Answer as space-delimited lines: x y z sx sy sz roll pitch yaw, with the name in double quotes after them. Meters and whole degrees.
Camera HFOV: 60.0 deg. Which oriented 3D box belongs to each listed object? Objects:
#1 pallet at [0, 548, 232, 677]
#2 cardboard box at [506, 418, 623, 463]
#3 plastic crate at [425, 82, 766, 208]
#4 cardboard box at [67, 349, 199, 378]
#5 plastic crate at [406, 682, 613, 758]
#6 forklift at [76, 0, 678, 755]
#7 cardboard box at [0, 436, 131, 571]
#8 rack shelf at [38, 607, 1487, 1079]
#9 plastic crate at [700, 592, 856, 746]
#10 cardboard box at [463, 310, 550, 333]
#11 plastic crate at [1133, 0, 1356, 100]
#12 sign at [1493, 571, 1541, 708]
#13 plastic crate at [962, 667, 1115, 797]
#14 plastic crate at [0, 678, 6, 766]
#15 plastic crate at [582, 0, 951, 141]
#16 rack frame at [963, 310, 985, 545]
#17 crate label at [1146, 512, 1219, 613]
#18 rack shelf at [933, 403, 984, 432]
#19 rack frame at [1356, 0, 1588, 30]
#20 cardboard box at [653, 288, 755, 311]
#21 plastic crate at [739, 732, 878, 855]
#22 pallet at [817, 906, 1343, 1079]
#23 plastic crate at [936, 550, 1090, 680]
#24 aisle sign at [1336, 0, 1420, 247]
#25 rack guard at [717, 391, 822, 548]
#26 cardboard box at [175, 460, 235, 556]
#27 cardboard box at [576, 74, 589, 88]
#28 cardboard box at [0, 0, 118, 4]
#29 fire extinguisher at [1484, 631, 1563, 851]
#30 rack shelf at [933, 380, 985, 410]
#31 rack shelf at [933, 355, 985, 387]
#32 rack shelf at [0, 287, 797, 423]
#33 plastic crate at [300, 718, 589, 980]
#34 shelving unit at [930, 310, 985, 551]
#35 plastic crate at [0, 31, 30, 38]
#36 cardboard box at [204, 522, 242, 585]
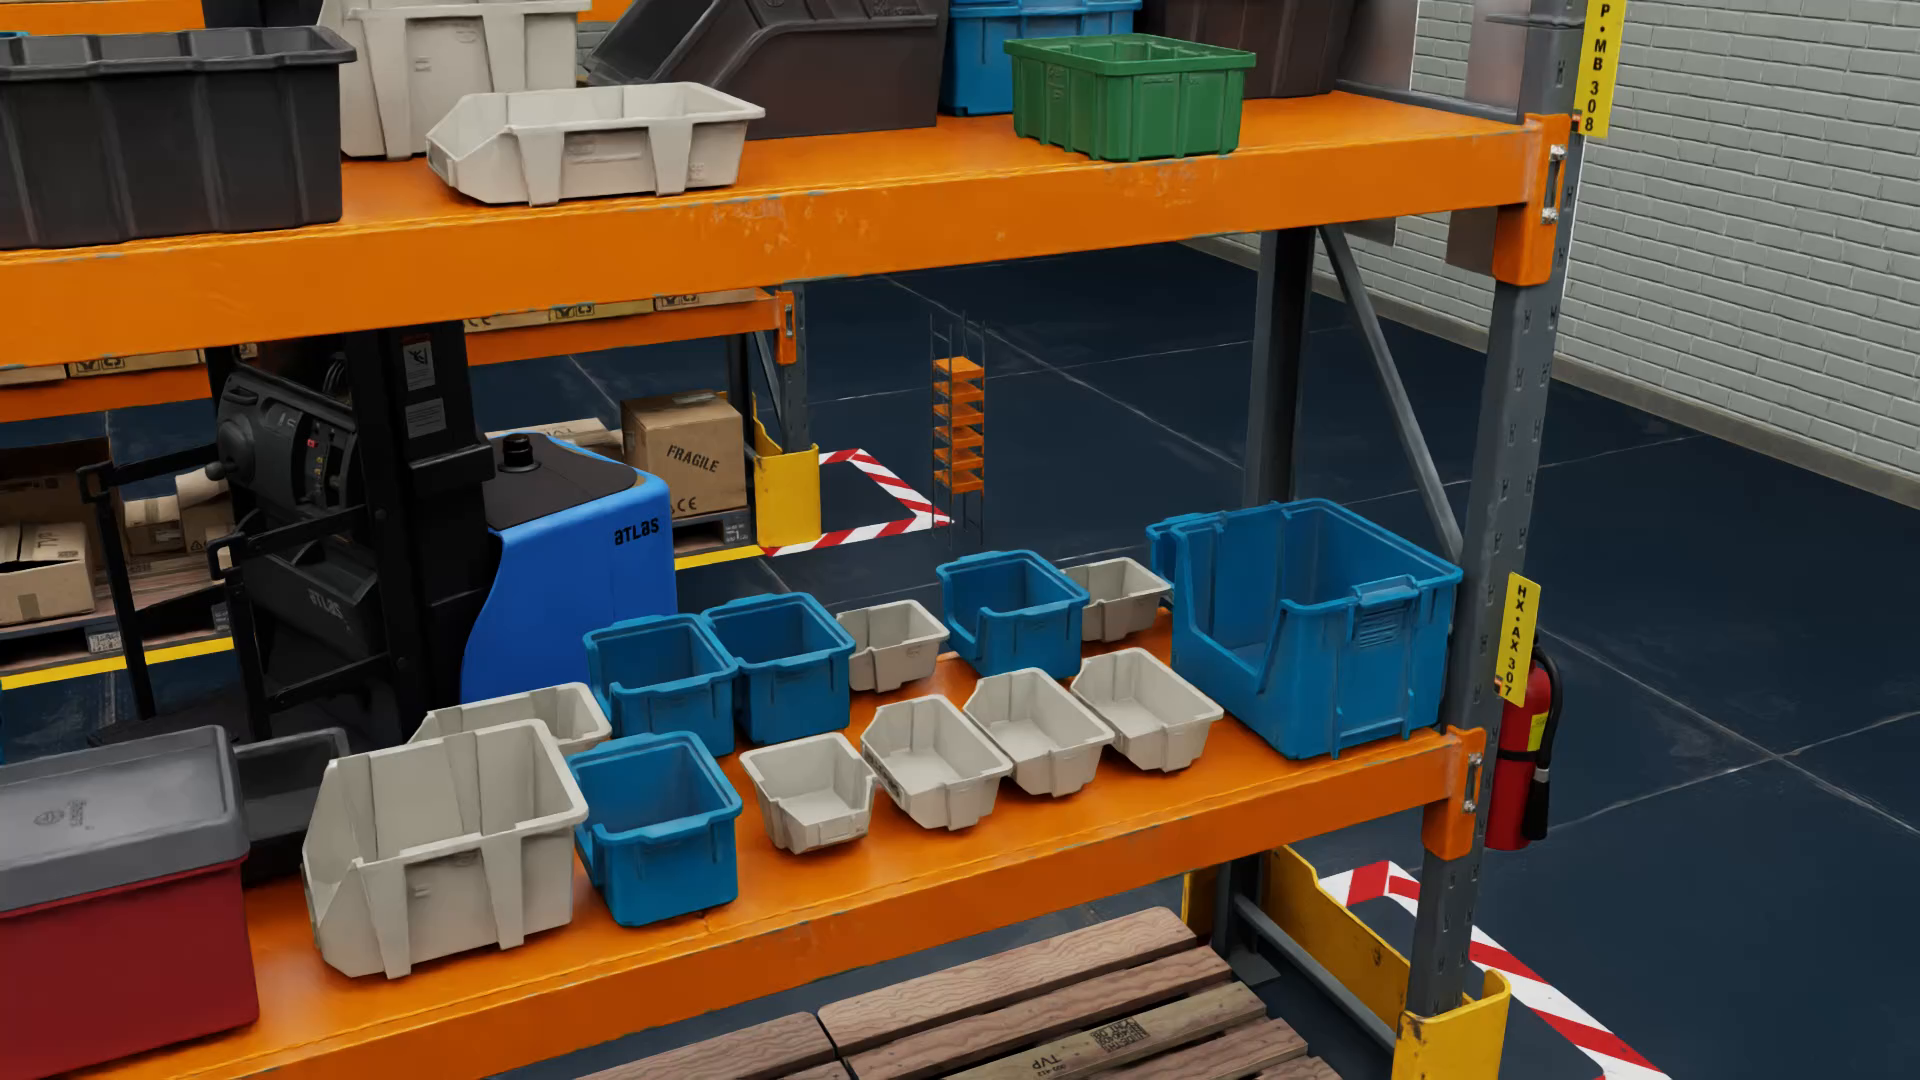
-4.034 0.262 7.842 1.213 0.211 1.003 -10 25 -24 "pallet"
-2.113 -0.434 8.897 0.500 0.250 0.500 -10 25 -24 "cardboard box"
-0.659 -0.705 2.954 0.530 0.136 0.437 -10 25 -24 "plastic crate"
-3.616 -1.036 7.201 0.500 0.500 0.500 -10 24 -23 "cardboard box"
-1.070 0.496 3.896 0.466 0.136 0.293 -10 25 -24 "plastic crate"
-2.491 -0.308 5.661 1.130 2.935 3.031 19 29 38 "forklift"
-4.263 -0.154 7.893 0.500 0.500 0.500 -10 25 -24 "cardboard box"
-0.707 0.795 3.848 4.000 0.370 1.077 -10 25 -24 "rack shelf"
-0.456 0.326 4.180 0.300 0.233 0.416 -10 25 -24 "plastic crate"
-2.253 -1.287 7.806 0.500 0.500 0.500 -10 25 -23 "cardboard box"
0.628 -1.227 4.041 0.590 0.269 0.497 -10 25 -24 "plastic crate"
1.349 0.242 4.029 0.005 0.325 0.100 -10 25 -24 "sign"
0.172 0.466 3.969 0.243 0.136 0.396 -10 25 -24 "plastic crate"
-2.236 0.579 3.372 0.575 0.384 0.392 -10 25 -24 "plastic crate"
-0.400 -1.068 3.567 0.767 0.338 0.504 -10 25 -24 "plastic crate"
0.069 -0.567 8.551 0.006 1.200 0.240 -10 25 -24 "rack frame"
0.730 0.108 4.708 0.303 0.233 0.416 -10 25 -24 "crate label"
-0.013 -0.622 8.486 0.180 0.103 0.258 -10 25 -24 "rack shelf"
1.095 -2.641 3.365 0.127 3.000 1.000 -10 25 -24 "rack frame"
-1.335 -1.455 8.212 0.500 0.500 0.500 -10 24 -22 "cardboard box"
-0.327 0.576 3.703 0.250 0.136 0.298 -10 25 -24 "plastic crate"
0.335 1.543 4.747 1.213 0.211 1.003 -10 25 -24 "pallet"
0.137 0.217 4.444 0.300 0.233 0.416 -10 25 -24 "plastic crate"
1.031 -1.185 4.291 0.004 0.787 0.394 -10 25 -24 "aisle sign"
-1.118 -0.409 9.085 0.348 0.500 1.175 -10 25 -24 "rack guard"
-3.588 -0.191 8.230 0.500 0.311 0.500 -10 25 -24 "cardboard box"
-2.031 -2.013 8.253 0.500 0.500 0.500 -10 25 -23 "cardboard box"
-3.656 -2.307 6.675 0.500 0.250 0.500 -10 25 -24 "cardboard box"
1.428 0.470 4.280 0.183 0.674 0.296 -10 25 -24 "fire extinguisher"
-0.013 -0.733 8.440 0.180 0.103 0.258 -10 25 -24 "rack shelf"
-0.013 -0.844 8.394 0.180 0.103 0.258 -10 25 -24 "rack shelf"
-2.852 -0.913 7.974 4.000 0.370 1.077 -10 25 -24 "rack shelf"
-1.053 0.632 3.379 0.530 0.282 0.437 -10 25 -24 "plastic crate"
-0.013 -0.552 8.515 0.189 1.200 0.258 -10 25 -24 "shelving unit"
-1.827 -0.775 2.998 0.300 0.233 0.416 -10 25 -24 "plastic crate"
-3.407 0.050 7.835 0.250 0.166 0.380 -10 25 -24 "cardboard box"
